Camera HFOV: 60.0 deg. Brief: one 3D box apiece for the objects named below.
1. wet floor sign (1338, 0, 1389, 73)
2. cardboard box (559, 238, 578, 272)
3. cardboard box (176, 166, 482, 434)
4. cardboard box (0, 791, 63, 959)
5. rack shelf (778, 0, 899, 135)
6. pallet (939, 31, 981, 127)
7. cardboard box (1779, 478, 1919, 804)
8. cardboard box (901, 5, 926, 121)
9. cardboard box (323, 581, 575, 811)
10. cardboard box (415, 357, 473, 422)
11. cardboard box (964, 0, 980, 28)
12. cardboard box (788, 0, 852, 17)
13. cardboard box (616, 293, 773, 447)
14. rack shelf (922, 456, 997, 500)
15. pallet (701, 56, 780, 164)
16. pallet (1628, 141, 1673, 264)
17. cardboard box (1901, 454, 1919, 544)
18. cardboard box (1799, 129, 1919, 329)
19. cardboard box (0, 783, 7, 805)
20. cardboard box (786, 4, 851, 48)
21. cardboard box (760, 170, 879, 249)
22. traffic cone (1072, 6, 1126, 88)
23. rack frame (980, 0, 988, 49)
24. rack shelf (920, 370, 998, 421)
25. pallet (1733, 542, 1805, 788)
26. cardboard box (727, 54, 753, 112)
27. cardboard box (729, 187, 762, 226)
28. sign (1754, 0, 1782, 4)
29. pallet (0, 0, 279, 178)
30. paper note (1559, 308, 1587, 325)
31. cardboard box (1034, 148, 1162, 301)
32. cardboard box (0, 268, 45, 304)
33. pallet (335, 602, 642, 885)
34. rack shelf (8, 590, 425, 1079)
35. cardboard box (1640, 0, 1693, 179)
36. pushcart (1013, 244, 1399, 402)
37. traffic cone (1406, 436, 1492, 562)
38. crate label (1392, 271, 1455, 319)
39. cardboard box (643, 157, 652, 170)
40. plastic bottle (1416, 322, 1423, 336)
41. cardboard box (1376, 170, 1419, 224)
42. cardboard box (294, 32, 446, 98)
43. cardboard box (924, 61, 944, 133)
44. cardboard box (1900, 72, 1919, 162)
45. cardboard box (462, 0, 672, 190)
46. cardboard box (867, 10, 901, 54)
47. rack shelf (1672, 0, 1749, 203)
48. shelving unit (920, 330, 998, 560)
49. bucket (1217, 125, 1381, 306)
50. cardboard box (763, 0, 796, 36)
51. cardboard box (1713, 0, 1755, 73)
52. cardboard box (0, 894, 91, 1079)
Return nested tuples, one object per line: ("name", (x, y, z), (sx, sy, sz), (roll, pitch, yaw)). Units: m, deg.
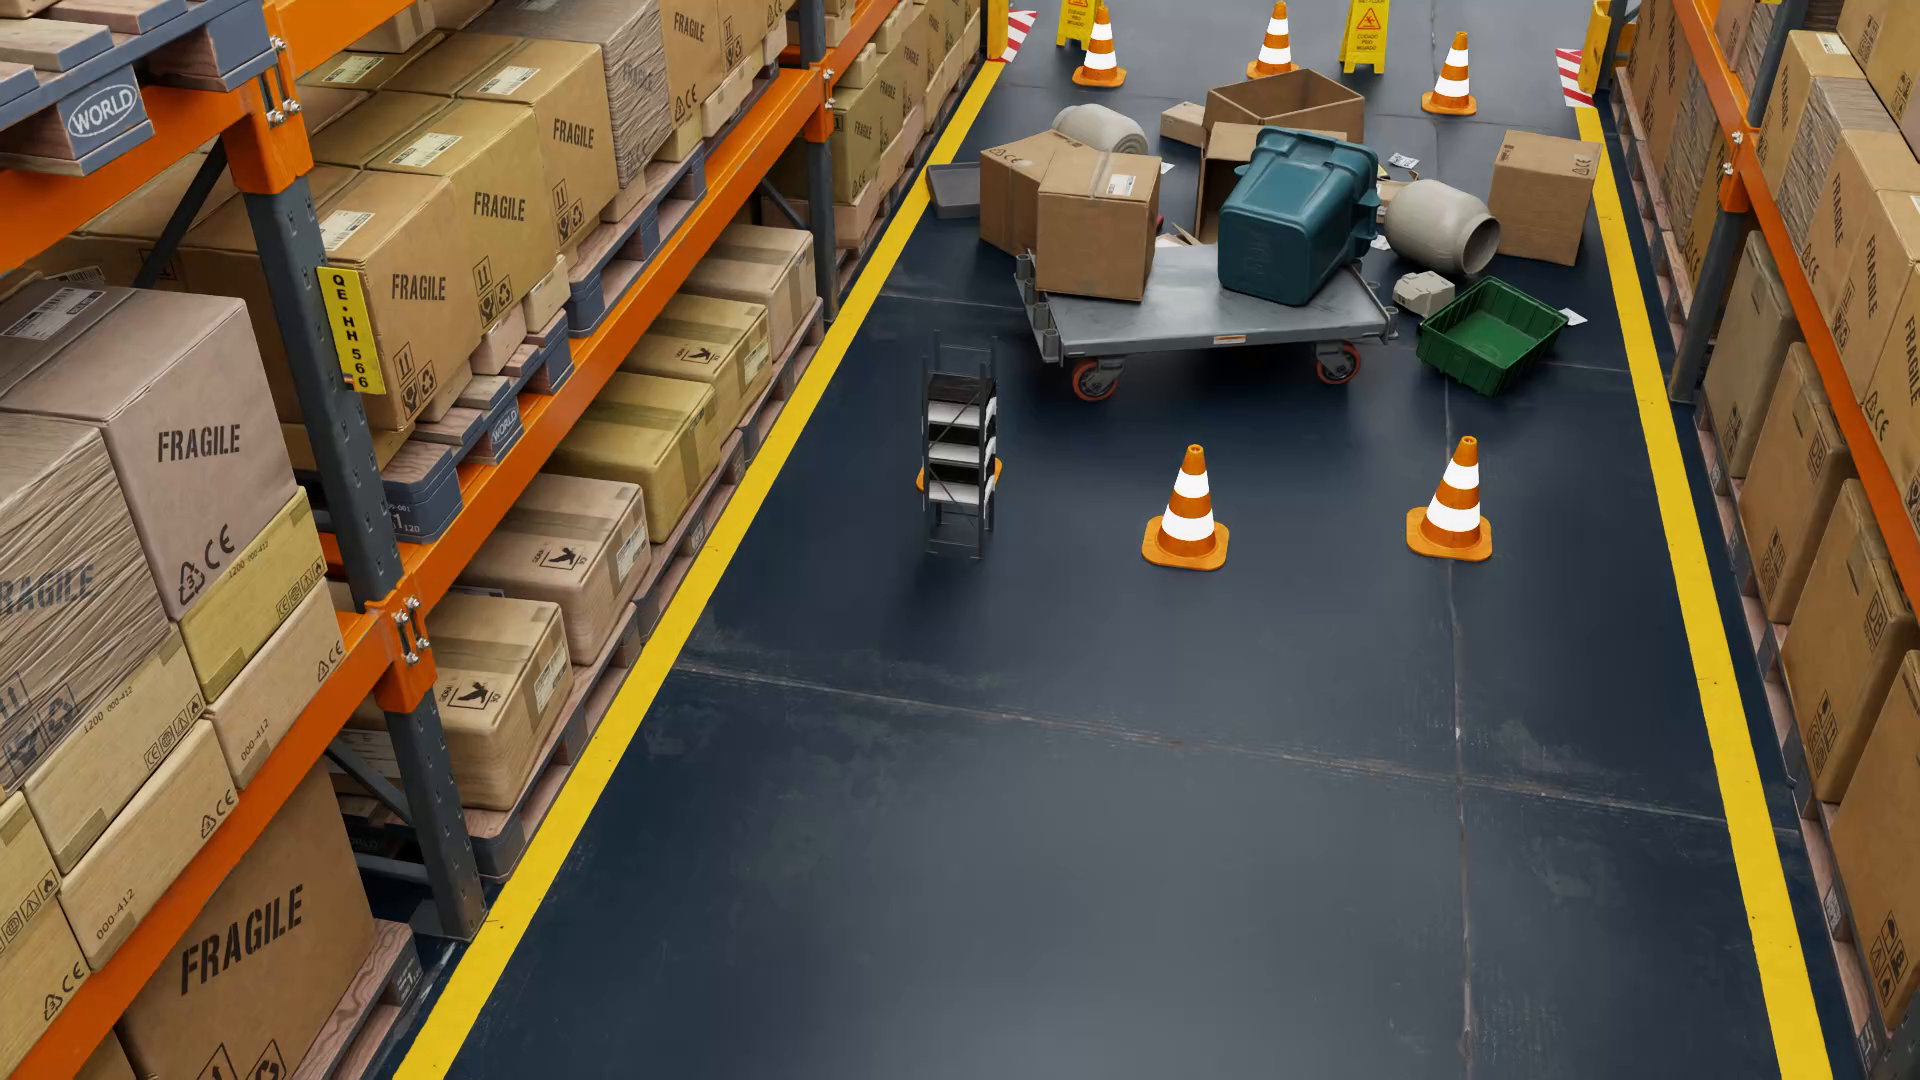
("wet floor sign", (2.678, -3.418, 10.917), (0.267, 0.644, 0.232), (1, 36, 2))
("cardboard box", (-1.458, -0.926, 5.328), (0.380, 0.149, 0.250), (9, 37, 13))
("cardboard box", (-1.638, -0.643, 4.385), (0.500, 0.500, 0.500), (6, 36, 9))
("cardboard box", (-2.011, 0.675, 2.964), (0.500, 0.250, 0.500), (6, 36, 9))
("rack shelf", (-0.678, -3.232, 9.266), (1.077, 0.370, 4.000), (7, 37, 10))
("pallet", (-0.476, -3.035, 10.758), (1.003, 0.211, 1.213), (7, 37, 10))
("cardboard box", (3.299, 0.381, 5.228), (1.050, 0.750, 0.750), (8, 37, 11))
("cardboard box", (-0.501, -2.646, 9.191), (0.500, 0.500, 0.500), (9, 37, 12))
("cardboard box", (-1.830, 0.488, 5.402), (0.950, 0.372, 0.625), (5, 36, 7))
("cardboard box", (-1.616, -0.472, 4.702), (0.380, 0.149, 0.250), (5, 36, 7))
("cardboard box", (-0.168, -3.538, 10.421), (0.500, 0.500, 0.500), (8, 37, 10))
("cardboard box", (-0.739, -2.754, 7.656), (0.500, 0.500, 0.500), (7, 37, 10))
("cardboard box", (-1.365, -0.769, 7.136), (0.950, 0.372, 0.625), (10, 37, 13))
("rack shelf", (-0.002, -0.260, 6.552), (0.258, 0.077, 0.200), (7, 37, 10))
("pallet", (-1.411, -1.879, 6.949), (1.003, 0.211, 1.213), (7, 37, 10))
("pallet", (4.249, -1.812, 9.071), (1.003, 0.211, 1.213), (7, 37, 10))
("cardboard box", (2.839, -0.139, 4.300), (0.500, 0.500, 0.500), (7, 37, 10))
("cardboard box", (3.160, -1.011, 5.503), (0.500, 0.500, 0.500), (7, 37, 10))
("cardboard box", (-2.029, 0.380, 2.733), (0.500, 0.500, 0.500), (7, 37, 10))
("cardboard box", (-0.725, -2.415, 7.740), (0.380, 0.149, 0.250), (7, 37, 10))
("cardboard box", (-0.716, -1.737, 8.576), (0.500, 0.250, 0.500), (6, 36, 8))
("traffic cone", (0.917, -3.234, 10.818), (0.336, 0.463, 0.334), (7, 37, 10))
("rack frame", (-0.251, -4.669, 10.637), (1.000, 3.000, 0.127), (7, 37, 10))
("rack shelf", (-0.002, -0.551, 6.341), (0.258, 0.077, 0.200), (7, 37, 10))
("pallet", (3.402, 0.469, 5.923), (1.003, 0.211, 1.213), (7, 37, 10))
("cardboard box", (-1.039, -1.814, 6.553), (0.380, 0.149, 0.250), (7, 36, 9))
("cardboard box", (-1.242, -1.806, 8.670), (0.500, 0.250, 0.500), (9, 37, 12))
("sign", (3.209, -2.265, 6.514), (0.100, 0.325, 0.005), (7, 37, 10))
("pallet", (-2.046, -0.845, 2.965), (1.213, 0.211, 1.003), (9, 37, 12))
("paper note", (3.011, -1.111, 8.256), (0.147, 0.020, 0.142), (-17, 39, -22))
("cardboard box", (0.640, -1.465, 7.700), (0.500, 0.500, 0.500), (7, 37, 10))
("cardboard box", (-2.304, -0.276, 3.638), (0.500, 0.500, 0.500), (6, 36, 8))
("pallet", (-1.792, 0.598, 5.745), (1.003, 0.211, 1.213), (7, 37, 10))
("rack shelf", (-2.387, 1.355, 2.938), (1.077, 0.370, 4.000), (7, 37, 10))
("cardboard box", (4.340, -2.515, 9.117), (0.875, 0.875, 0.875), (7, 36, 9))
("pushcart", (1.132, -1.057, 7.887), (1.648, 0.377, 0.936), (-5, 36, -6))
("traffic cone", (1.990, -0.207, 6.641), (0.336, 0.463, 0.334), (7, 37, 10))
("crate label", (2.329, -1.239, 8.342), (0.298, 0.136, 0.250), (-17, 39, -22))
("cardboard box", (-1.334, -1.394, 5.973), (0.380, 0.149, 0.250), (6, 36, 8))
("plastic bottle", (2.336, -0.971, 8.038), (0.133, 0.061, 0.283), (-11, 37, -14))
("cardboard box", (2.320, -1.923, 9.177), (0.396, 0.266, 0.258), (14, 38, 18))
("cardboard box", (-1.928, -1.297, 5.287), (0.500, 0.500, 0.500), (5, 36, 7))
("cardboard box", (-0.386, -2.632, 9.811), (0.500, 0.250, 0.500), (6, 36, 8))
("cardboard box", (3.435, -1.389, 5.173), (0.700, 0.500, 0.500), (8, 37, 10))
("cardboard box", (-1.312, -1.534, 5.613), (0.500, 0.500, 0.500), (6, 36, 8))
("cardboard box", (-0.523, -2.663, 8.661), (0.380, 0.149, 0.250), (9, 37, 12))
("rack shelf", (4.179, -2.669, 8.490), (1.077, 0.370, 4.000), (7, 37, 10))
("shelving unit", (-0.002, -0.360, 6.479), (0.258, 0.900, 0.210), (7, 37, 10))
("bucket", (1.529, -1.471, 7.717), (0.726, 0.611, 0.620), (20, 51, 26))
("cardboard box", (-0.980, -2.414, 6.828), (0.500, 0.500, 0.500), (7, 36, 9))
("cardboard box", (3.914, -2.406, 7.385), (0.875, 0.550, 0.550), (7, 37, 10))
("cardboard box", (-2.031, 0.882, 3.105), (0.500, 0.250, 0.500), (7, 37, 9))
